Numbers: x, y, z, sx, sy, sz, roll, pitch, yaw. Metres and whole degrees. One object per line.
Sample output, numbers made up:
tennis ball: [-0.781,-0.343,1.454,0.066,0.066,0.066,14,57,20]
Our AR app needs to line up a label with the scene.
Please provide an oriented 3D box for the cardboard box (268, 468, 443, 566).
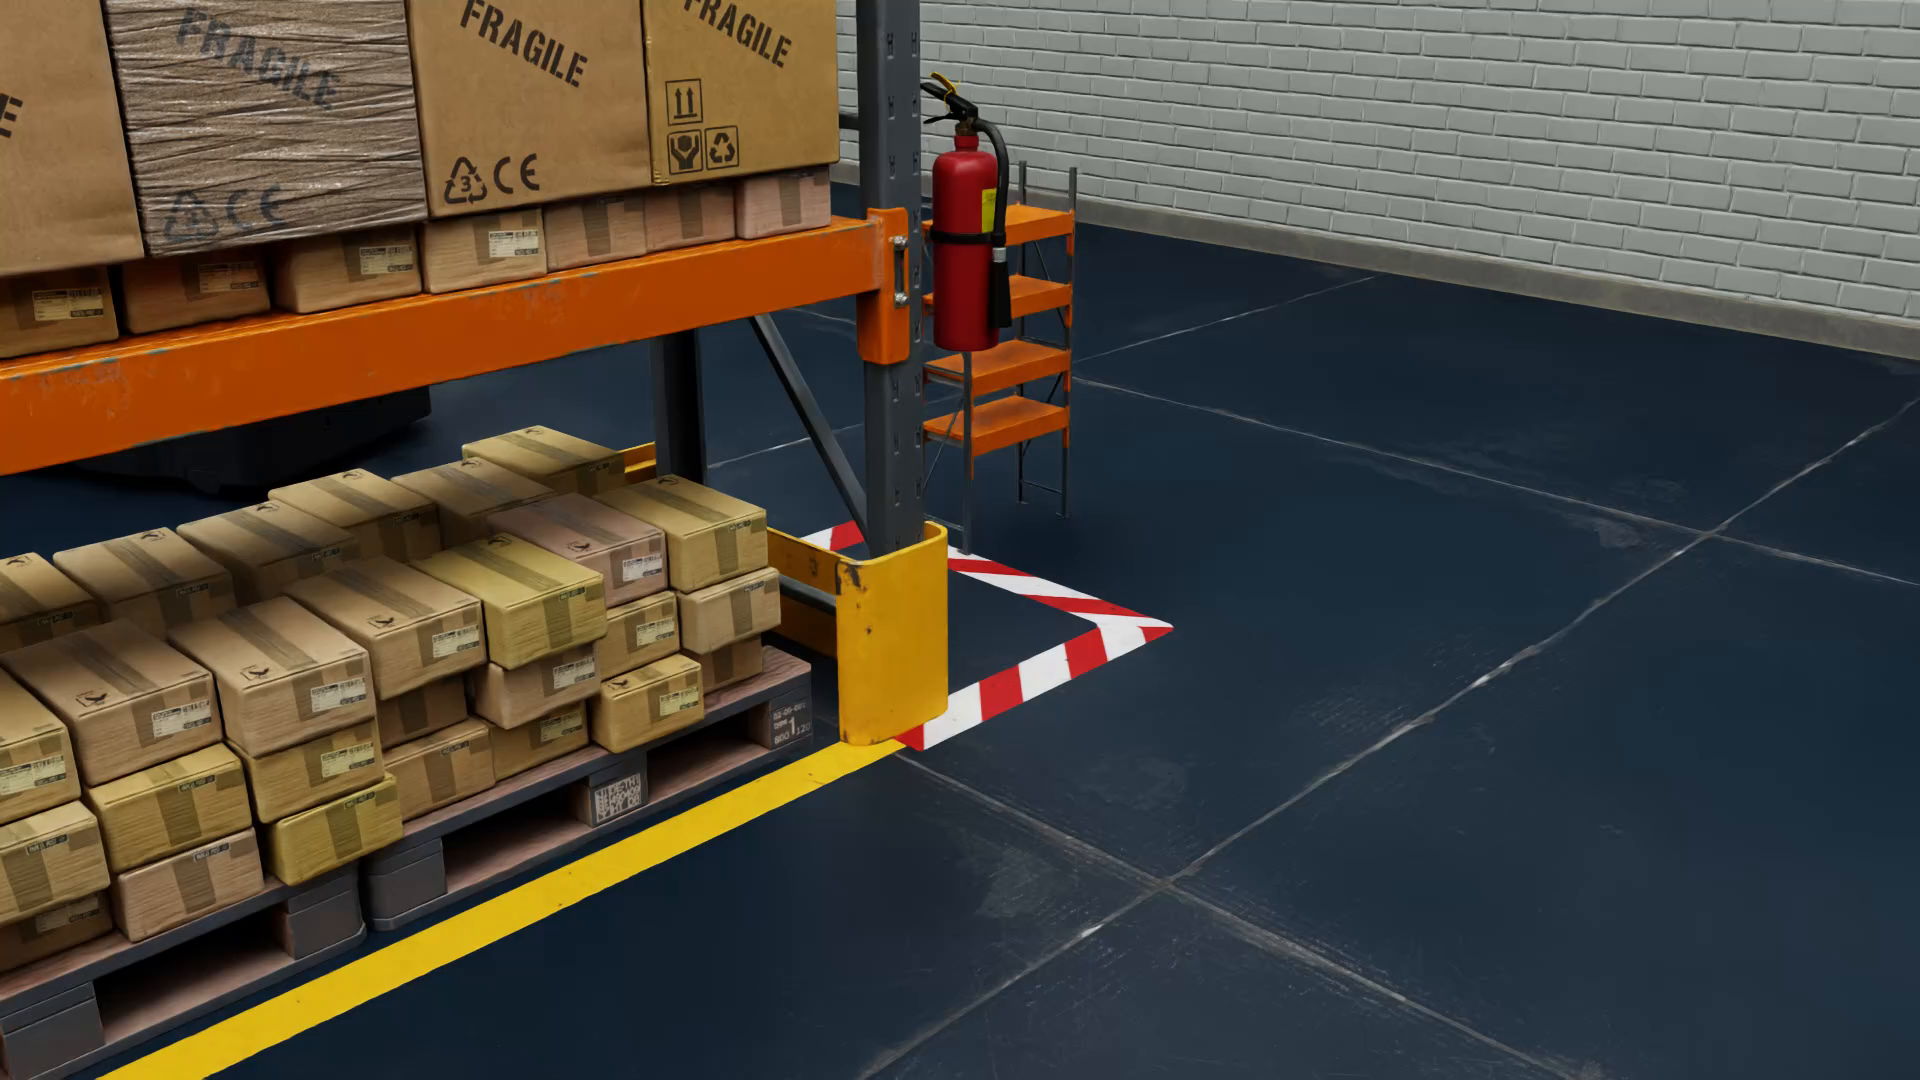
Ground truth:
cardboard box: [-1.473,-0.037,4.050,0.380,0.149,0.250,19,28,40]

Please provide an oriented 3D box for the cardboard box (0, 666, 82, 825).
cardboard box: [-1.783,0.375,2.976,0.380,0.149,0.250,19,28,41]

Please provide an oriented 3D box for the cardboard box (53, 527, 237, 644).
cardboard box: [-1.787,0.116,3.651,0.250,0.149,0.380,-19,28,-40]

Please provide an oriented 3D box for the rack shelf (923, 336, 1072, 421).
rack shelf: [0.116,-0.540,5.494,0.258,0.148,0.480,19,28,41]

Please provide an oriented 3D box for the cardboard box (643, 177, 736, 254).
cardboard box: [-0.715,-0.751,3.699,0.380,0.149,0.250,19,28,41]

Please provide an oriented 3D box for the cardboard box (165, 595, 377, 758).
cardboard box: [-1.357,0.261,3.274,0.250,0.149,0.380,-19,28,-40]

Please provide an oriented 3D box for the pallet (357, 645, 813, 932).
pallet: [-1.135,0.443,4.127,1.003,0.211,1.213,19,28,41]

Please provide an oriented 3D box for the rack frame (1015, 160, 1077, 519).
rack frame: [0.286,-0.665,5.633,0.240,1.200,0.015,19,28,41]

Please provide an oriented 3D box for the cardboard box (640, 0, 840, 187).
cardboard box: [-0.619,-1.083,3.658,0.500,0.500,0.500,-19,28,-41]

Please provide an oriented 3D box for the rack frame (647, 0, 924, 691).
rack frame: [-0.490,-1.078,4.198,1.000,3.000,0.127,19,28,41]

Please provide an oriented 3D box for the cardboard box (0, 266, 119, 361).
cardboard box: [-1.650,-0.425,2.848,0.250,0.149,0.380,-20,28,-41]

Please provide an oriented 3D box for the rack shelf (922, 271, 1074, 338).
rack shelf: [0.116,-0.749,5.414,0.258,0.148,0.480,19,28,41]

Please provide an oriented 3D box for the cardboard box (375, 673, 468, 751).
cardboard box: [-1.276,0.303,3.580,0.380,0.149,0.250,19,28,40]

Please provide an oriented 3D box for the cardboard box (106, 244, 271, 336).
cardboard box: [-1.477,-0.497,3.037,0.380,0.149,0.250,18,27,38]

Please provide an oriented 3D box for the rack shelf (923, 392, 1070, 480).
rack shelf: [0.116,-0.355,5.565,0.258,0.148,0.480,19,28,41]

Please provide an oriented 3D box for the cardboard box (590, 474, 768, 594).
cardboard box: [-0.678,-0.021,4.008,0.380,0.149,0.250,20,28,41]

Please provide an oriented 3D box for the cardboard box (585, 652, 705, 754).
cardboard box: [-0.815,0.336,3.908,0.250,0.149,0.380,-19,28,-40]

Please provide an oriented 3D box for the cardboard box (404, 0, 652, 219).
cardboard box: [-0.982,-0.952,3.317,0.500,0.500,0.500,19,28,40]

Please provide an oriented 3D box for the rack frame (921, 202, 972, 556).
rack frame: [-0.055,-0.540,5.307,0.240,1.200,0.015,19,28,41]

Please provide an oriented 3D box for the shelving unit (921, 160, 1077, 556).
shelving unit: [0.116,-0.603,5.470,0.258,1.200,0.503,19,28,41]

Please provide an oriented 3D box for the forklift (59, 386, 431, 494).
forklift: [-3.706,-1.836,6.266,3.031,2.935,1.130,7,22,18]

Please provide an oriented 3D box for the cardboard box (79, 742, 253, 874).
cardboard box: [-1.559,0.457,3.179,0.250,0.149,0.380,-18,28,-39]

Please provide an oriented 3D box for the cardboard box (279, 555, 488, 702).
cardboard box: [-1.210,0.178,3.490,0.380,0.149,0.250,18,27,39]

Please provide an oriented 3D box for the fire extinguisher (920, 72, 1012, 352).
fire extinguisher: [0.016,-0.817,4.146,0.296,0.674,0.183,19,28,41]

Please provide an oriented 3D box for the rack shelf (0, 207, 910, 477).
rack shelf: [-1.885,-0.228,2.989,1.077,0.370,4.000,19,28,41]

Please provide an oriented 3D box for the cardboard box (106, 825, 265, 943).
cardboard box: [-1.562,0.595,3.233,0.250,0.149,0.380,-20,28,-41]

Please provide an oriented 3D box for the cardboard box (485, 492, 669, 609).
cardboard box: [-0.894,0.029,3.877,0.250,0.149,0.380,-20,28,-41]

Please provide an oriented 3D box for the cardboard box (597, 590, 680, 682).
cardboard box: [-0.875,0.179,3.902,0.380,0.149,0.250,18,28,39]

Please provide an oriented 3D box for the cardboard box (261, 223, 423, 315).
cardboard box: [-1.246,-0.551,3.178,0.380,0.149,0.250,18,27,38]

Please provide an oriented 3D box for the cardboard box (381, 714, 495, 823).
cardboard box: [-1.224,0.449,3.614,0.380,0.149,0.250,20,28,41]

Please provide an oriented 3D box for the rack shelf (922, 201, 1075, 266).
rack shelf: [0.116,-0.969,5.329,0.258,0.148,0.480,19,28,41]

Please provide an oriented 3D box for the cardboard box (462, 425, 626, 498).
cardboard box: [-1.099,-0.171,4.398,0.380,0.149,0.250,18,27,38]

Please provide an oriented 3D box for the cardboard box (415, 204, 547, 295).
cardboard box: [-1.041,-0.612,3.335,0.250,0.149,0.380,-19,28,-41]

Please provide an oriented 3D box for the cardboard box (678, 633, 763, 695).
cardboard box: [-0.708,0.244,4.146,0.250,0.149,0.380,-20,28,-41]

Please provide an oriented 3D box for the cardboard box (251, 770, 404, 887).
cardboard box: [-1.357,0.530,3.402,0.380,0.149,0.250,18,27,38]

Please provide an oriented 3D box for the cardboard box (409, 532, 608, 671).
cardboard box: [-0.984,0.127,3.621,0.380,0.149,0.250,18,28,39]

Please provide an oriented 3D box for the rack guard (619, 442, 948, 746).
rack guard: [-0.543,0.109,4.595,1.175,0.500,0.348,19,28,41]

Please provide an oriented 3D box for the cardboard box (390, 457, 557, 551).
cardboard box: [-1.205,-0.070,4.135,0.250,0.149,0.380,-20,28,-41]

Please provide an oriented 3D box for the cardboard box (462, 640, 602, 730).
cardboard box: [-1.015,0.259,3.693,0.380,0.149,0.250,18,27,39]

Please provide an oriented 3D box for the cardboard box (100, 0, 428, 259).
cardboard box: [-1.329,-0.820,2.972,0.500,0.500,0.500,19,28,41]

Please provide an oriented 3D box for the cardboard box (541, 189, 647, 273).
cardboard box: [-0.880,-0.683,3.521,0.380,0.149,0.250,19,28,40]

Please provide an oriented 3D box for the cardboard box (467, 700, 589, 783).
cardboard box: [-1.061,0.382,3.787,0.380,0.149,0.250,19,28,40]

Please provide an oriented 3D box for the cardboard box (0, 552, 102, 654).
cardboard box: [-2.003,0.172,3.505,0.250,0.149,0.380,-20,28,-41]

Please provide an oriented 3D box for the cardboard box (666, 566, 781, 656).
cardboard box: [-0.654,0.125,4.042,0.380,0.149,0.250,18,28,39]

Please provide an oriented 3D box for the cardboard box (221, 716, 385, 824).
cardboard box: [-1.367,0.396,3.338,0.250,0.149,0.380,-20,28,-41]

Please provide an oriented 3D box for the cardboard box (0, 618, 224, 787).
cardboard box: [-1.621,0.301,3.170,0.380,0.149,0.250,18,27,39]

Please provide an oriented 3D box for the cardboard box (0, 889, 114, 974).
cardboard box: [-1.792,0.642,3.113,0.250,0.149,0.380,-19,28,-41]

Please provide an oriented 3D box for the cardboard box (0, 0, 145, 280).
cardboard box: [-1.684,-0.694,2.645,0.500,0.500,0.500,-18,28,-39]

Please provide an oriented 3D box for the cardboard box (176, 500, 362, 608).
cardboard box: [-1.586,0.047,3.830,0.380,0.149,0.250,18,27,38]

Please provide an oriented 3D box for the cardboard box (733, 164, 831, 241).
cardboard box: [-0.515,-0.806,3.841,0.380,0.149,0.250,19,28,41]

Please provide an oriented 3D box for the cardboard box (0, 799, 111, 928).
cardboard box: [-1.731,0.535,2.977,0.380,0.149,0.250,20,28,41]

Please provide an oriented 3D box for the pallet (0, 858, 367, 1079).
pallet: [-1.986,0.755,3.315,1.003,0.211,1.213,19,28,41]
